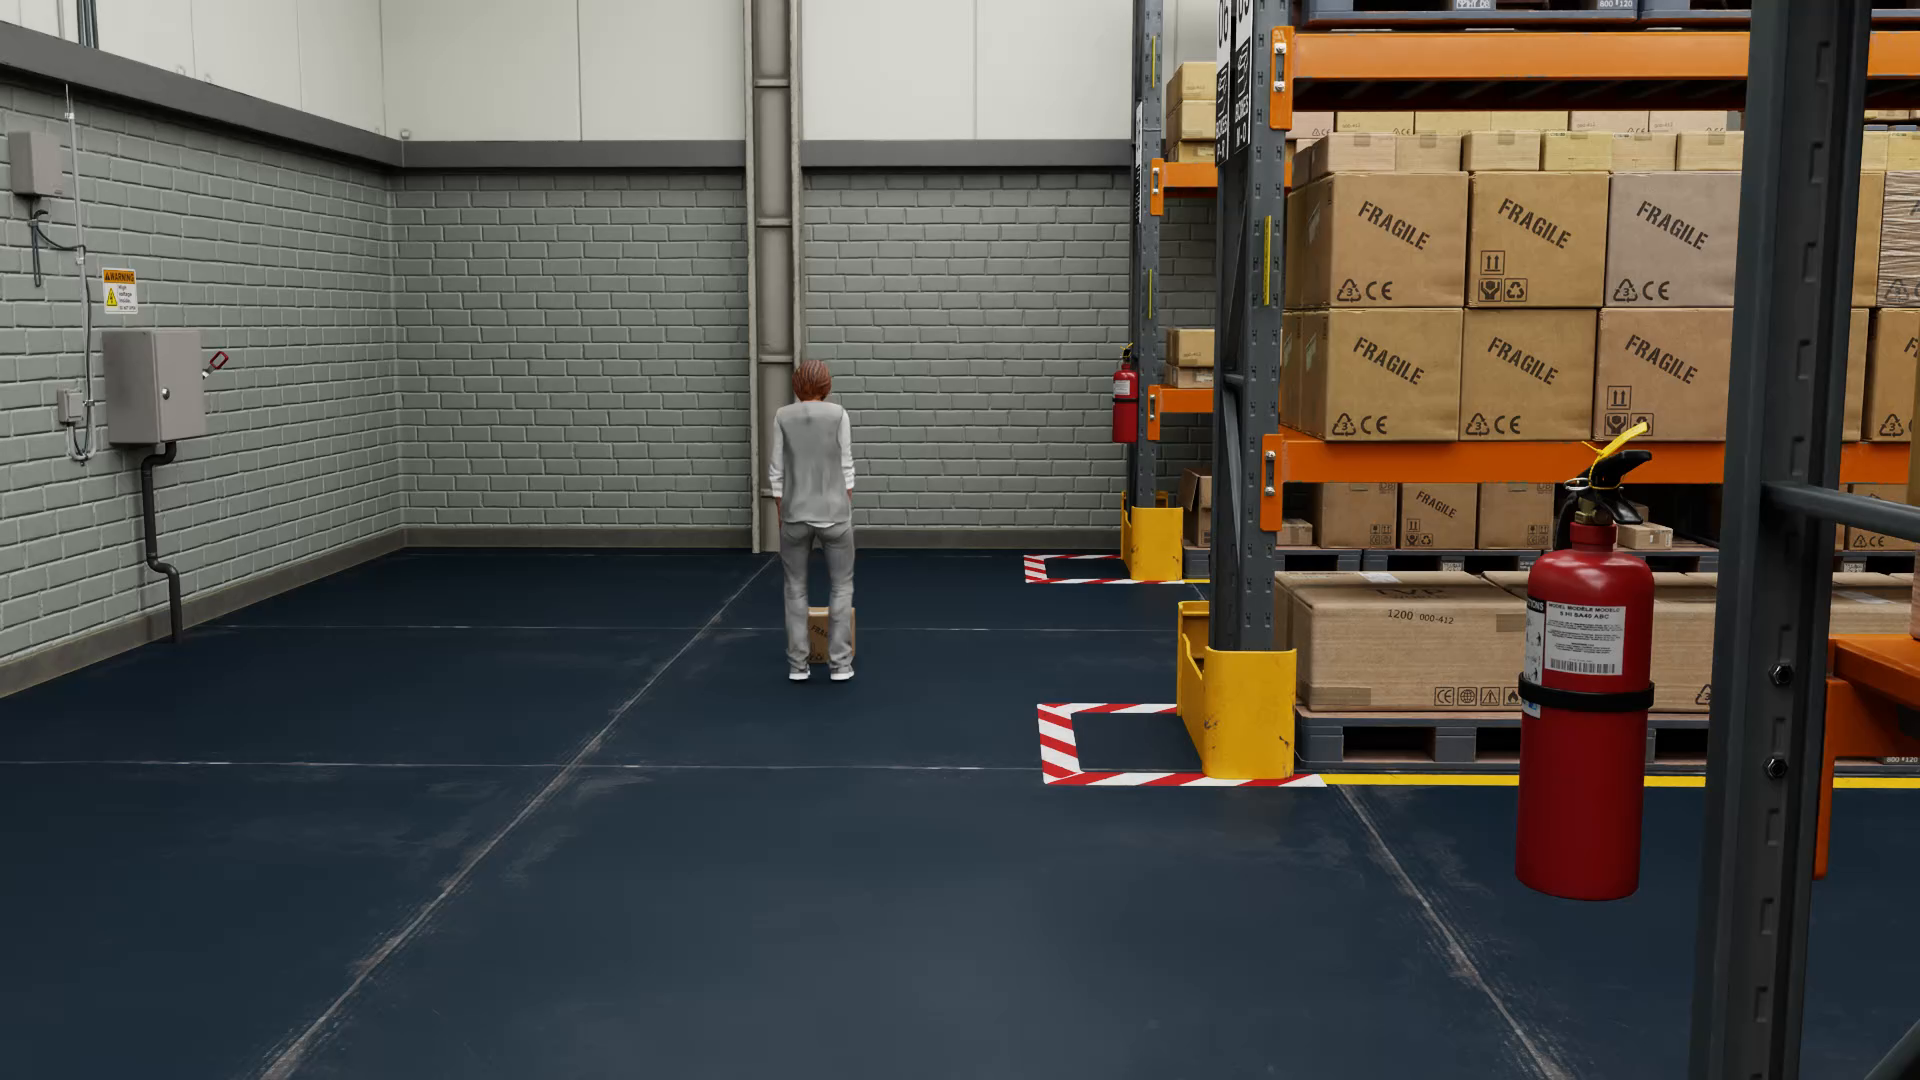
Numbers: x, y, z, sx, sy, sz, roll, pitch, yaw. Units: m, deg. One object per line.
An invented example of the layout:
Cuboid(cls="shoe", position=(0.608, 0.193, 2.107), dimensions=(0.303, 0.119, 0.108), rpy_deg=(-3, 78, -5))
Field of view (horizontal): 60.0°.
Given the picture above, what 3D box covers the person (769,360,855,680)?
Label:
Cuboid(cls="person", position=(-0.725, -0.081, 8.138), dimensions=(0.420, 1.556, 0.353), rpy_deg=(0, 7, 3))
